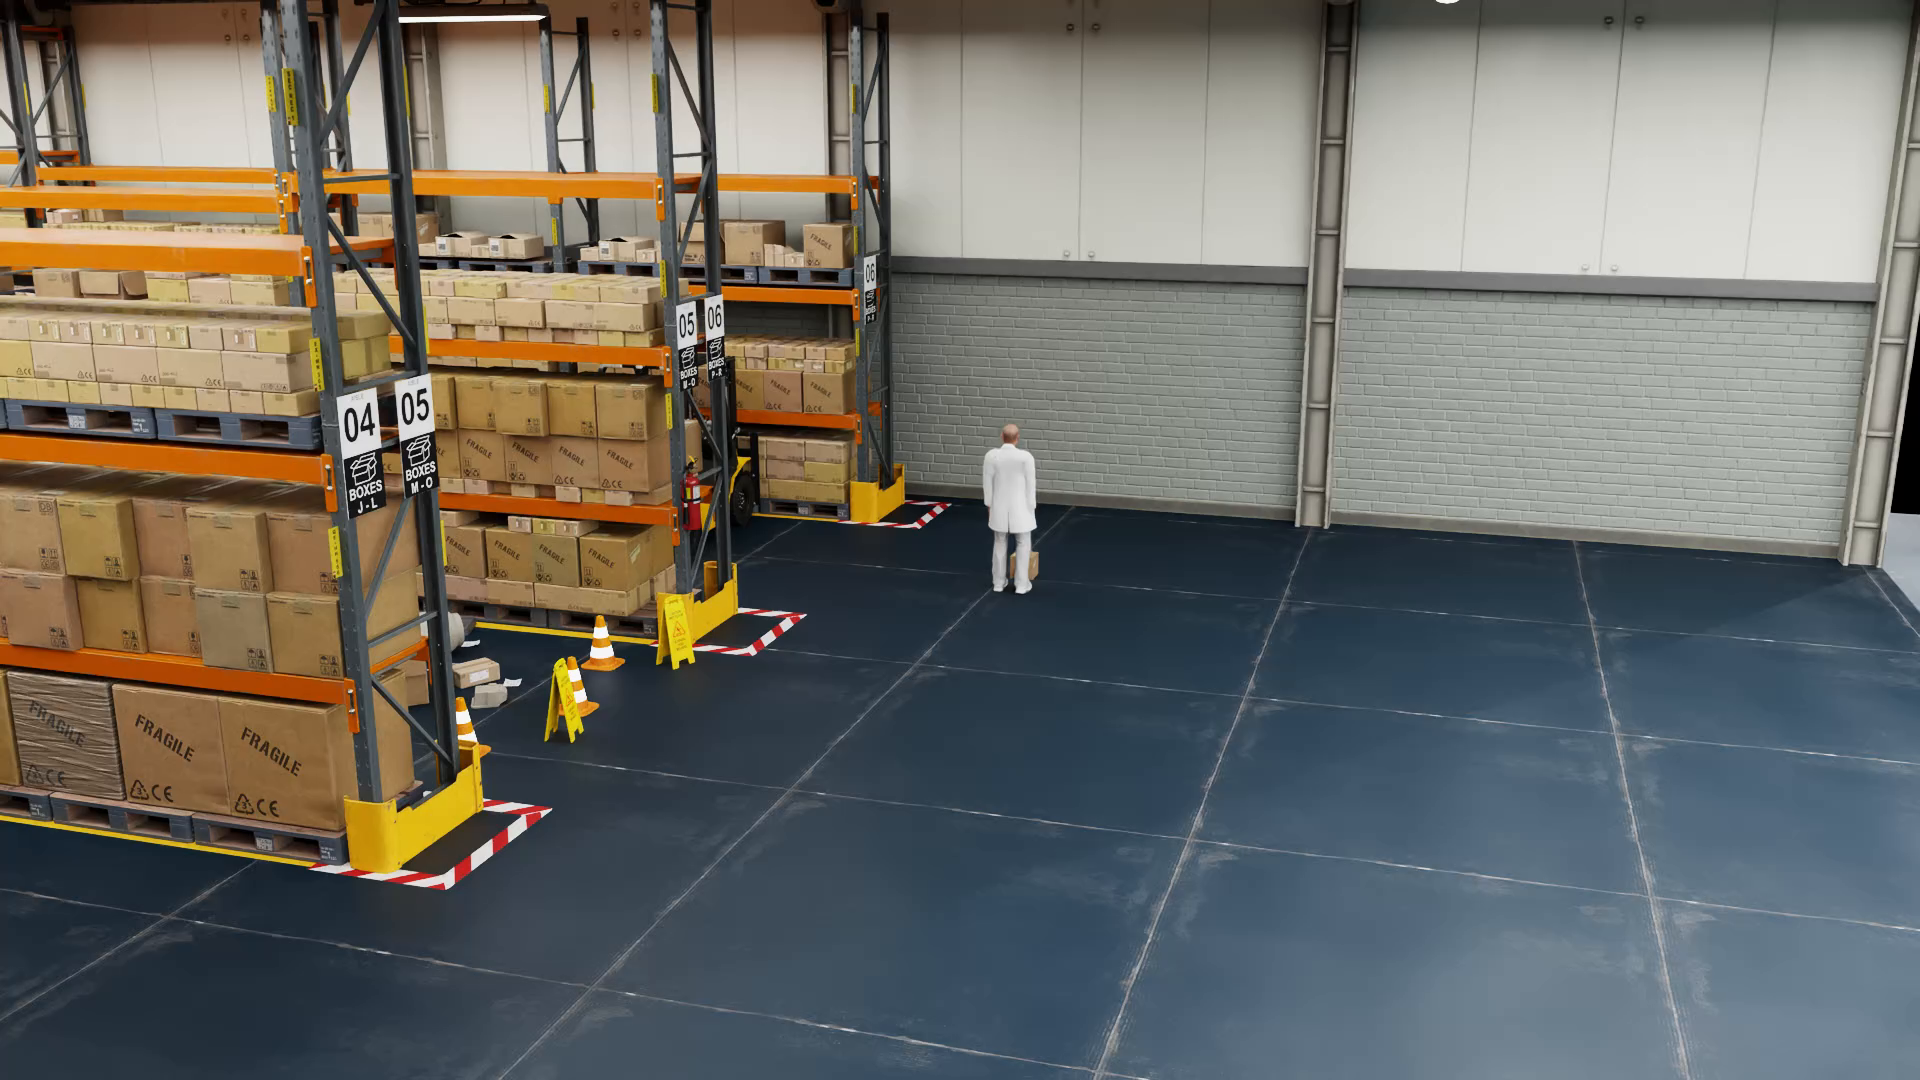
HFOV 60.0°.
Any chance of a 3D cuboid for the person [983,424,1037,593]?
[{"bbox_3d":[0.523,-0.333,17.348,0.567,1.770,0.378,5,16,17],"label":"person"}]
